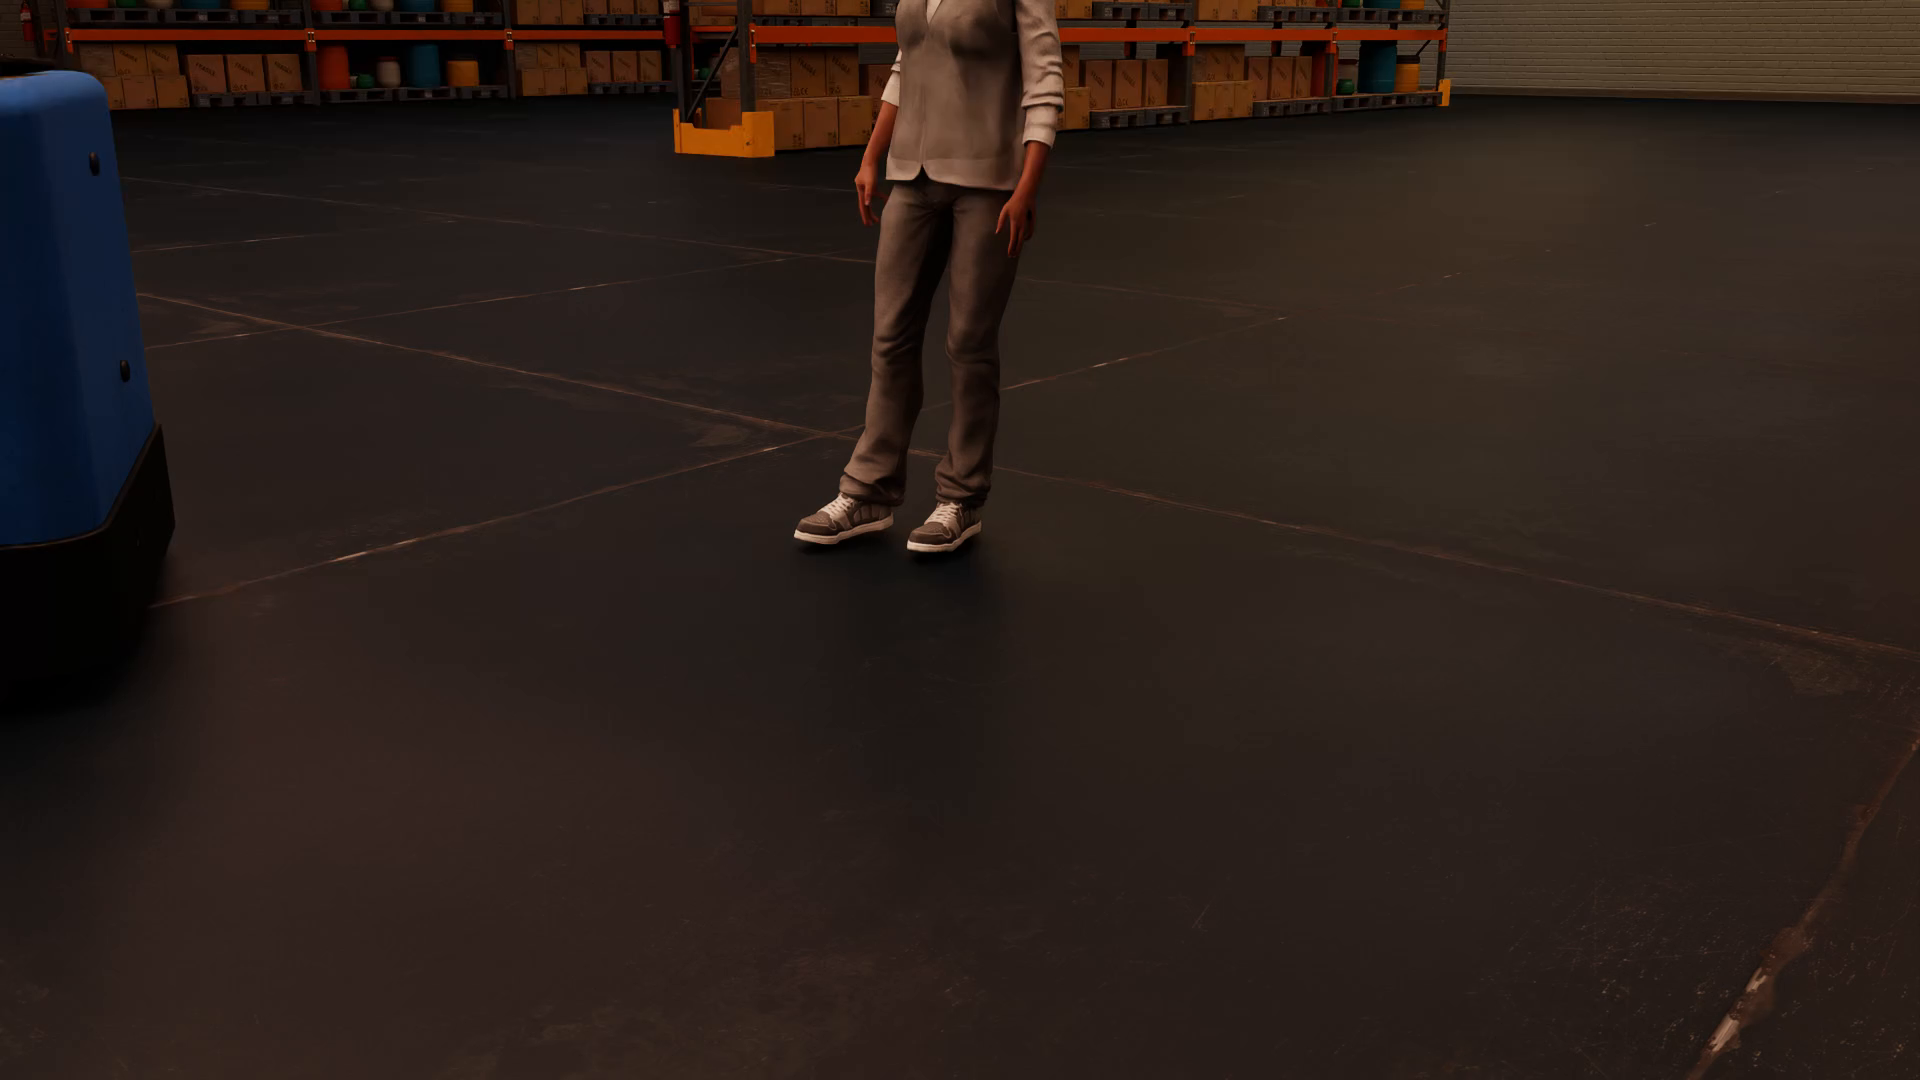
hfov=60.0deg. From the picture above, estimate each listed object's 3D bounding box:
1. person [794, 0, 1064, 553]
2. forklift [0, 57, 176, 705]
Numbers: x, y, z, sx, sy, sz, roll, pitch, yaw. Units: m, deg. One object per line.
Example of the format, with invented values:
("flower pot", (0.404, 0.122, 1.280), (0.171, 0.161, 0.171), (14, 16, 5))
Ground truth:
("person", (-0.057, -0.757, 3.662), (0.521, 1.596, 0.475), (13, 21, 37))
("forklift", (-3.083, -1.104, 2.533), (3.031, 2.935, 1.130), (-6, 18, -18))
